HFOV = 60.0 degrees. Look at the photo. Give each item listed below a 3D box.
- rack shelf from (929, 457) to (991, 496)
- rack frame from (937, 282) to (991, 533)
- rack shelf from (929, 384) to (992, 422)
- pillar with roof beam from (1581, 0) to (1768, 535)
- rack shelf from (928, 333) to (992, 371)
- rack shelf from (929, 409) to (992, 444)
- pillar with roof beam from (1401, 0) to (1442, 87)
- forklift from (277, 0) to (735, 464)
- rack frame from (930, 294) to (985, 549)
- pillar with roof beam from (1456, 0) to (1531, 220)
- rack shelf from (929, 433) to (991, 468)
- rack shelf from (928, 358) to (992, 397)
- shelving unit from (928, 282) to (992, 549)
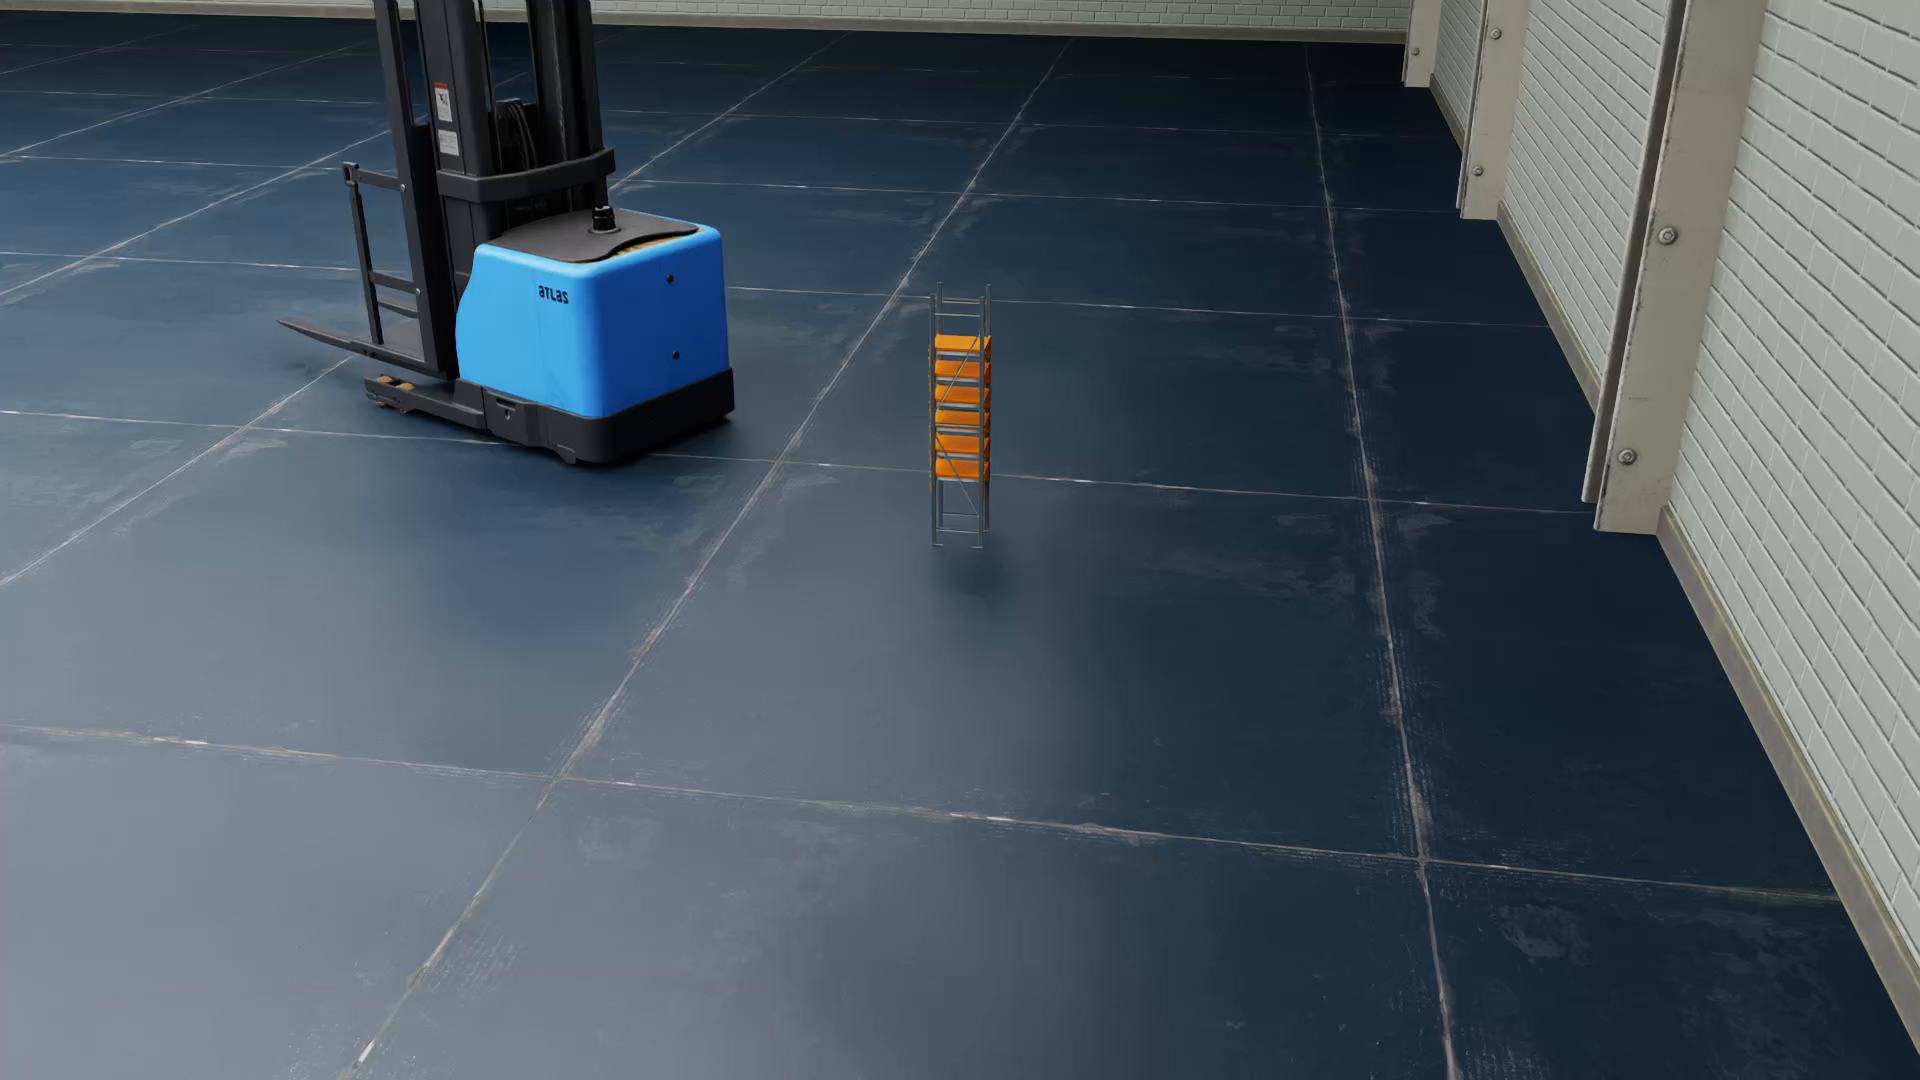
[{"bbox_3d":[0.002,-0.292,7.629,0.258,0.103,0.180,4,25,9],"label":"rack shelf"},{"bbox_3d":[0.017,-0.588,7.590,0.240,1.200,0.006,4,25,9],"label":"rack frame"},{"bbox_3d":[0.002,-0.618,7.477,0.258,0.103,0.180,4,25,9],"label":"rack shelf"},{"bbox_3d":[-1.065,-4.490,6.728,9.100,9.000,0.400,4,25,9],"label":"pillar with roof beam"},{"bbox_3d":[0.002,-0.835,7.375,0.258,0.103,0.180,4,25,9],"label":"rack shelf"},{"bbox_3d":[0.002,-0.509,7.527,0.258,0.103,0.180,4,25,9],"label":"rack shelf"},{"bbox_3d":[0.897,-9.509,17.450,9.100,9.000,0.400,4,25,9],"label":"pillar with roof beam"},{"bbox_3d":[-2.723,-2.194,8.981,3.031,2.935,1.130,17,30,32],"label":"forklift"},{"bbox_3d":[-0.013,-0.511,7.427,0.240,1.200,0.006,4,25,9],"label":"rack frame"},{"bbox_3d":[-0.084,-7.000,12.089,9.100,9.000,0.400,4,25,9],"label":"pillar with roof beam"},{"bbox_3d":[0.002,-0.401,7.578,0.258,0.103,0.180,4,25,9],"label":"rack shelf"},{"bbox_3d":[0.002,-0.727,7.426,0.258,0.103,0.180,4,25,9],"label":"rack shelf"},{"bbox_3d":[0.002,-0.549,7.509,0.258,1.200,0.189,4,25,9],"label":"shelving unit"}]
